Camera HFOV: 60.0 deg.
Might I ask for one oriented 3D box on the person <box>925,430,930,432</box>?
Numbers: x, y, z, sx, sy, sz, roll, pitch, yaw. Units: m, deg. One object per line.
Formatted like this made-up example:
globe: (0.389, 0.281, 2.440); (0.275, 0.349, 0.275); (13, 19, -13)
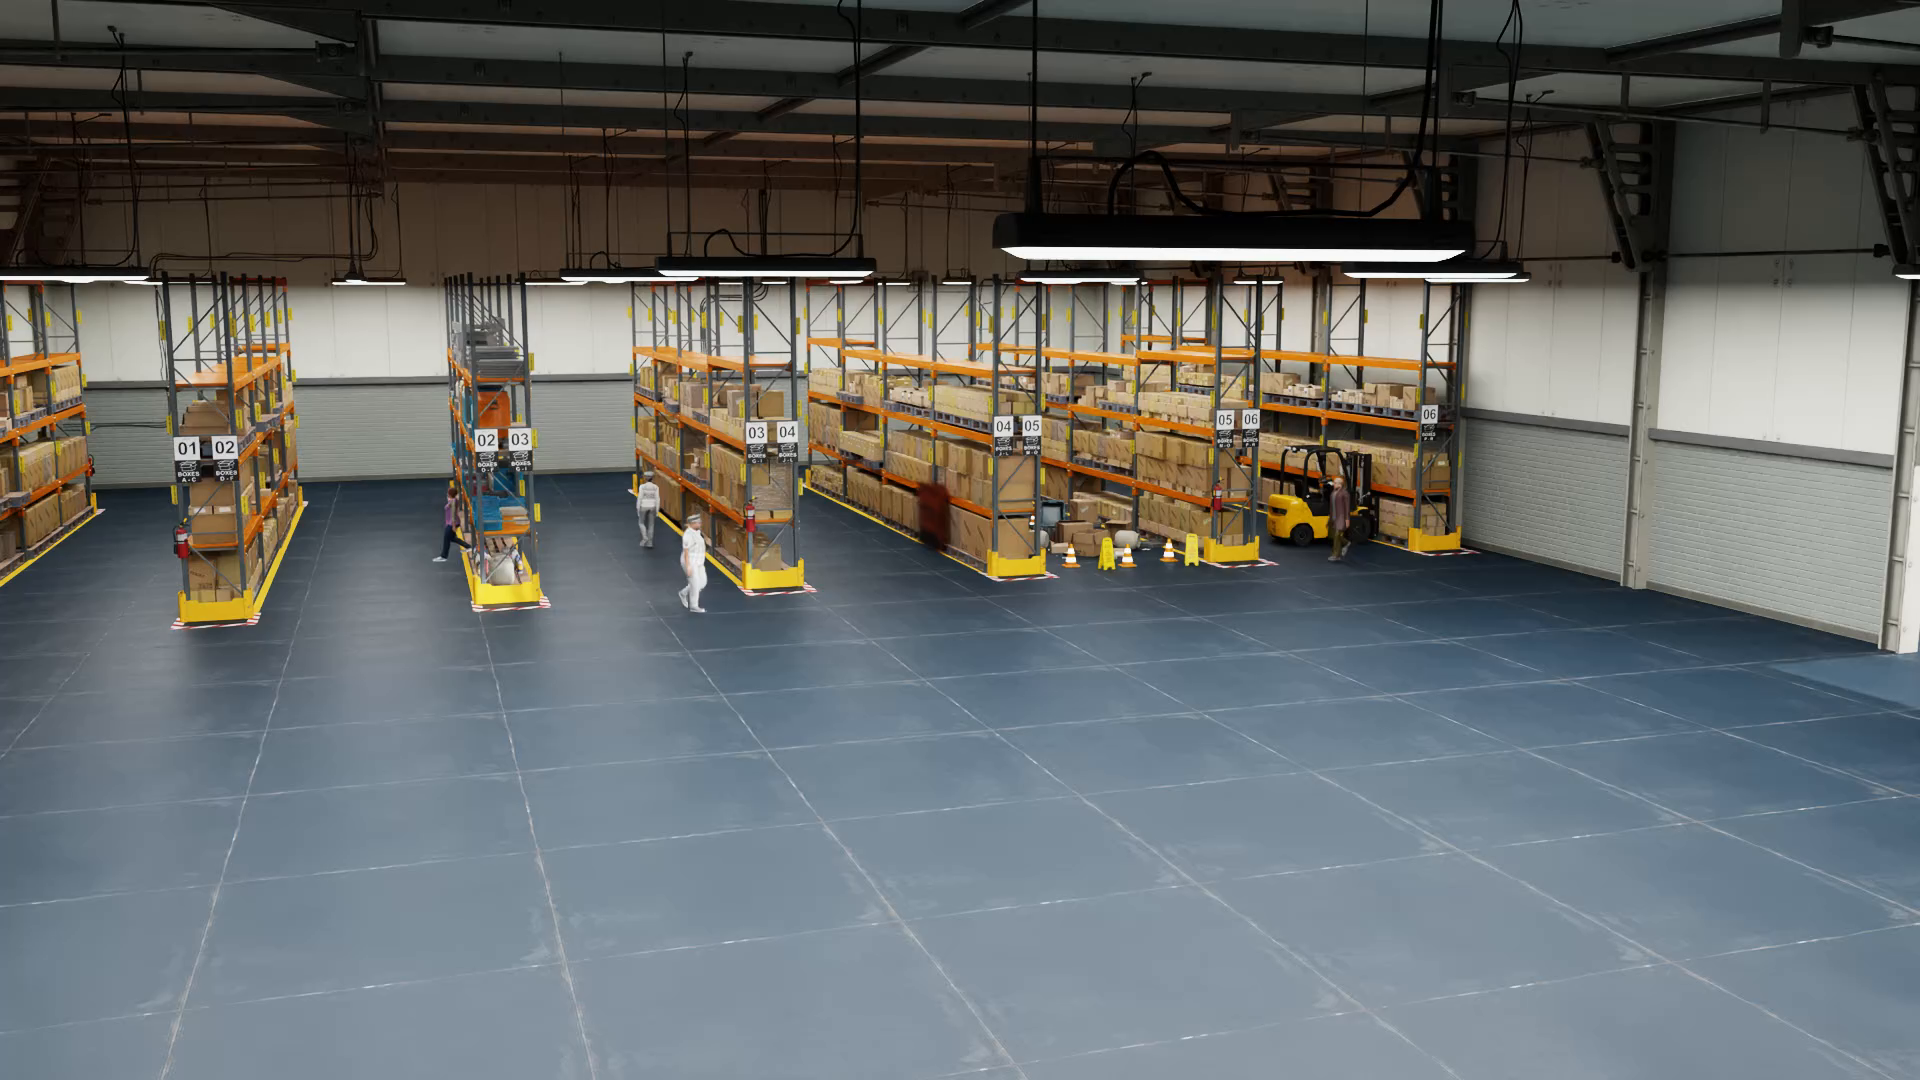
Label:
person: (-0.883, -2.203, 46.796); (0.467, 1.767, 0.616); (6, 11, 35)

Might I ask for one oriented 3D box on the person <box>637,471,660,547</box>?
person: (-6.927, -0.679, 36.982); (0.517, 1.674, 0.399); (-2, 9, -15)

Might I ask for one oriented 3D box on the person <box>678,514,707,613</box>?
person: (-4.783, 0.399, 29.515); (0.641, 1.740, 0.527); (4, 10, 25)

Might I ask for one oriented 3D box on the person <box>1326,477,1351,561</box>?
person: (8.056, -0.455, 35.143); (0.766, 1.760, 0.585); (-6, 10, -32)

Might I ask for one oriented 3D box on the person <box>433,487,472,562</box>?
person: (-10.690, -0.335, 34.997); (0.780, 1.564, 0.429); (0, 9, 0)
